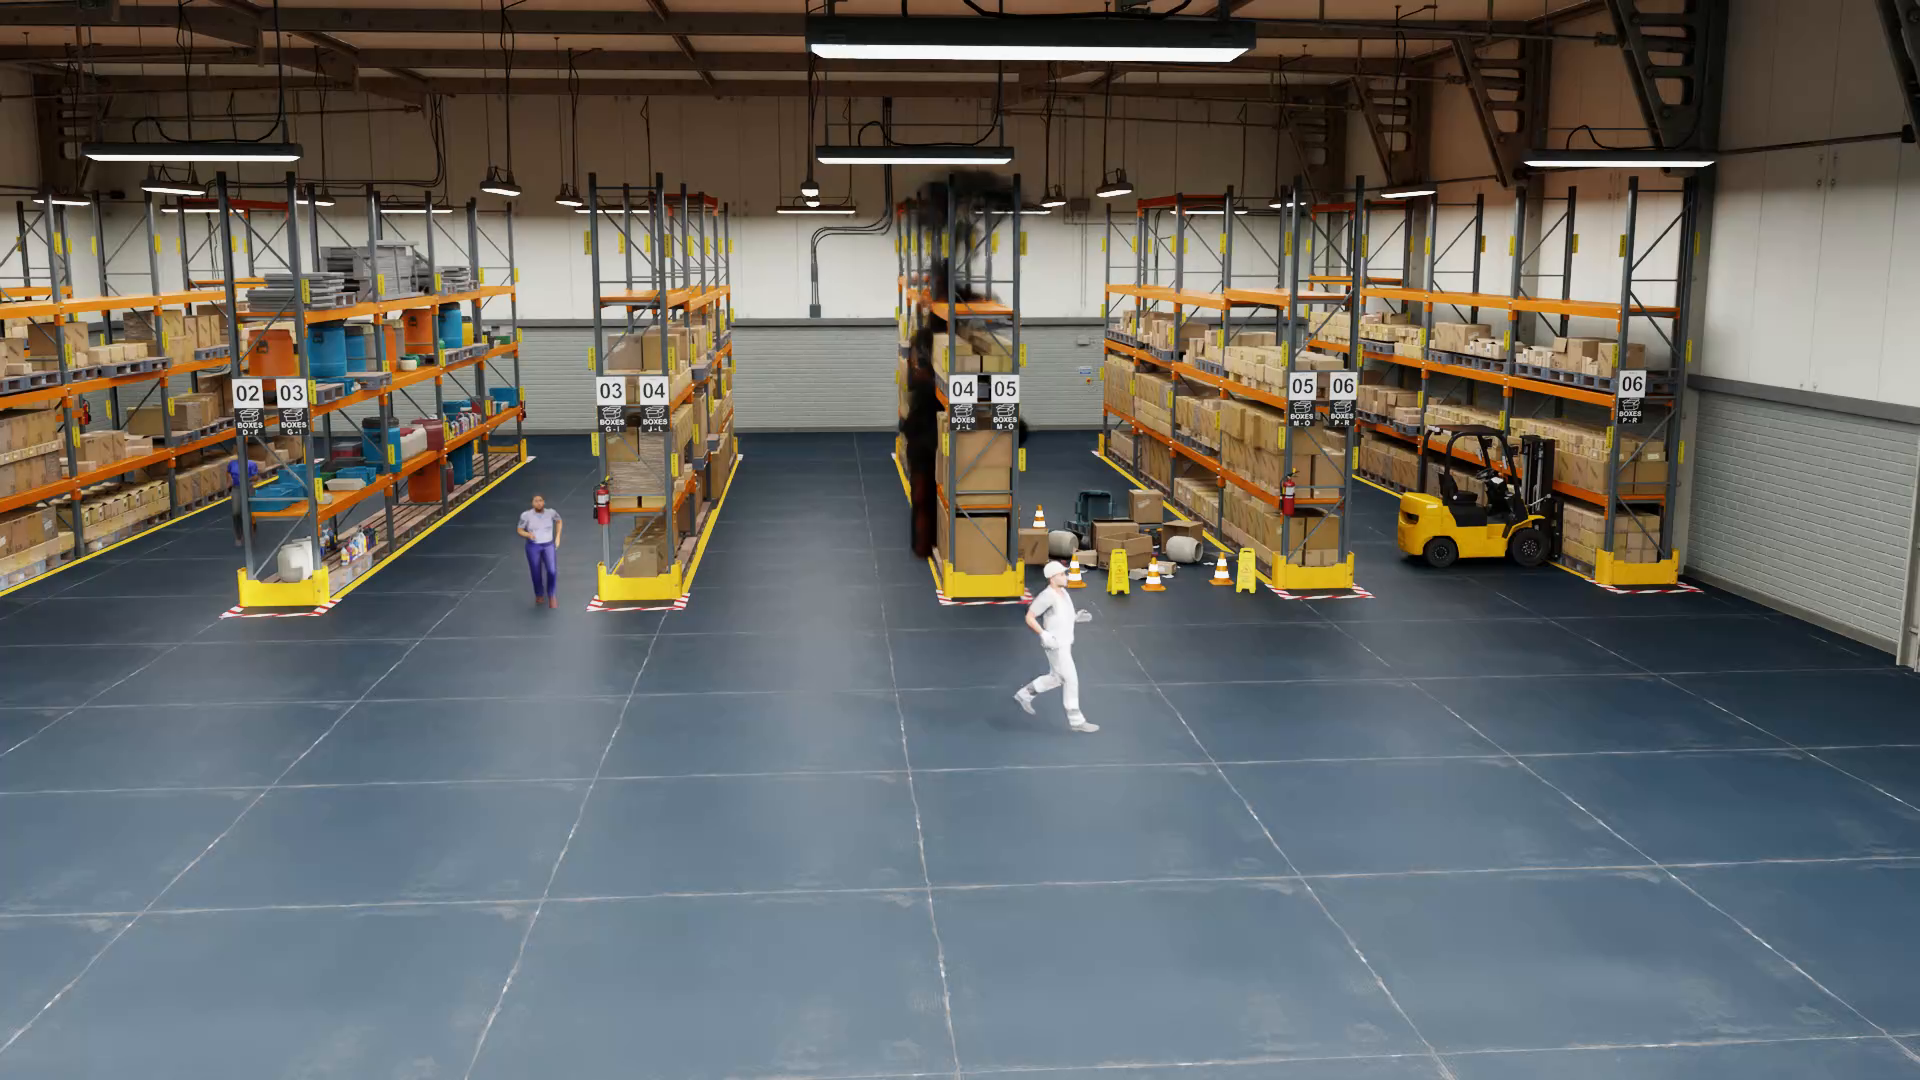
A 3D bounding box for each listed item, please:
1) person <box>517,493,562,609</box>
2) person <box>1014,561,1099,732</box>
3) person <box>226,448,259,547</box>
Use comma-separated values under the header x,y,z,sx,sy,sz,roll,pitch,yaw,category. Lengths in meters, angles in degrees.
x,y,z,sx,sy,sz,roll,pitch,yaw,category
-5.854,0.150,23.246,0.623,1.648,0.743,-3,10,-17,person
1.001,1.094,17.311,0.981,1.768,0.665,4,11,21,person
-12.175,-0.756,28.247,0.549,1.721,0.766,-3,10,-15,person
